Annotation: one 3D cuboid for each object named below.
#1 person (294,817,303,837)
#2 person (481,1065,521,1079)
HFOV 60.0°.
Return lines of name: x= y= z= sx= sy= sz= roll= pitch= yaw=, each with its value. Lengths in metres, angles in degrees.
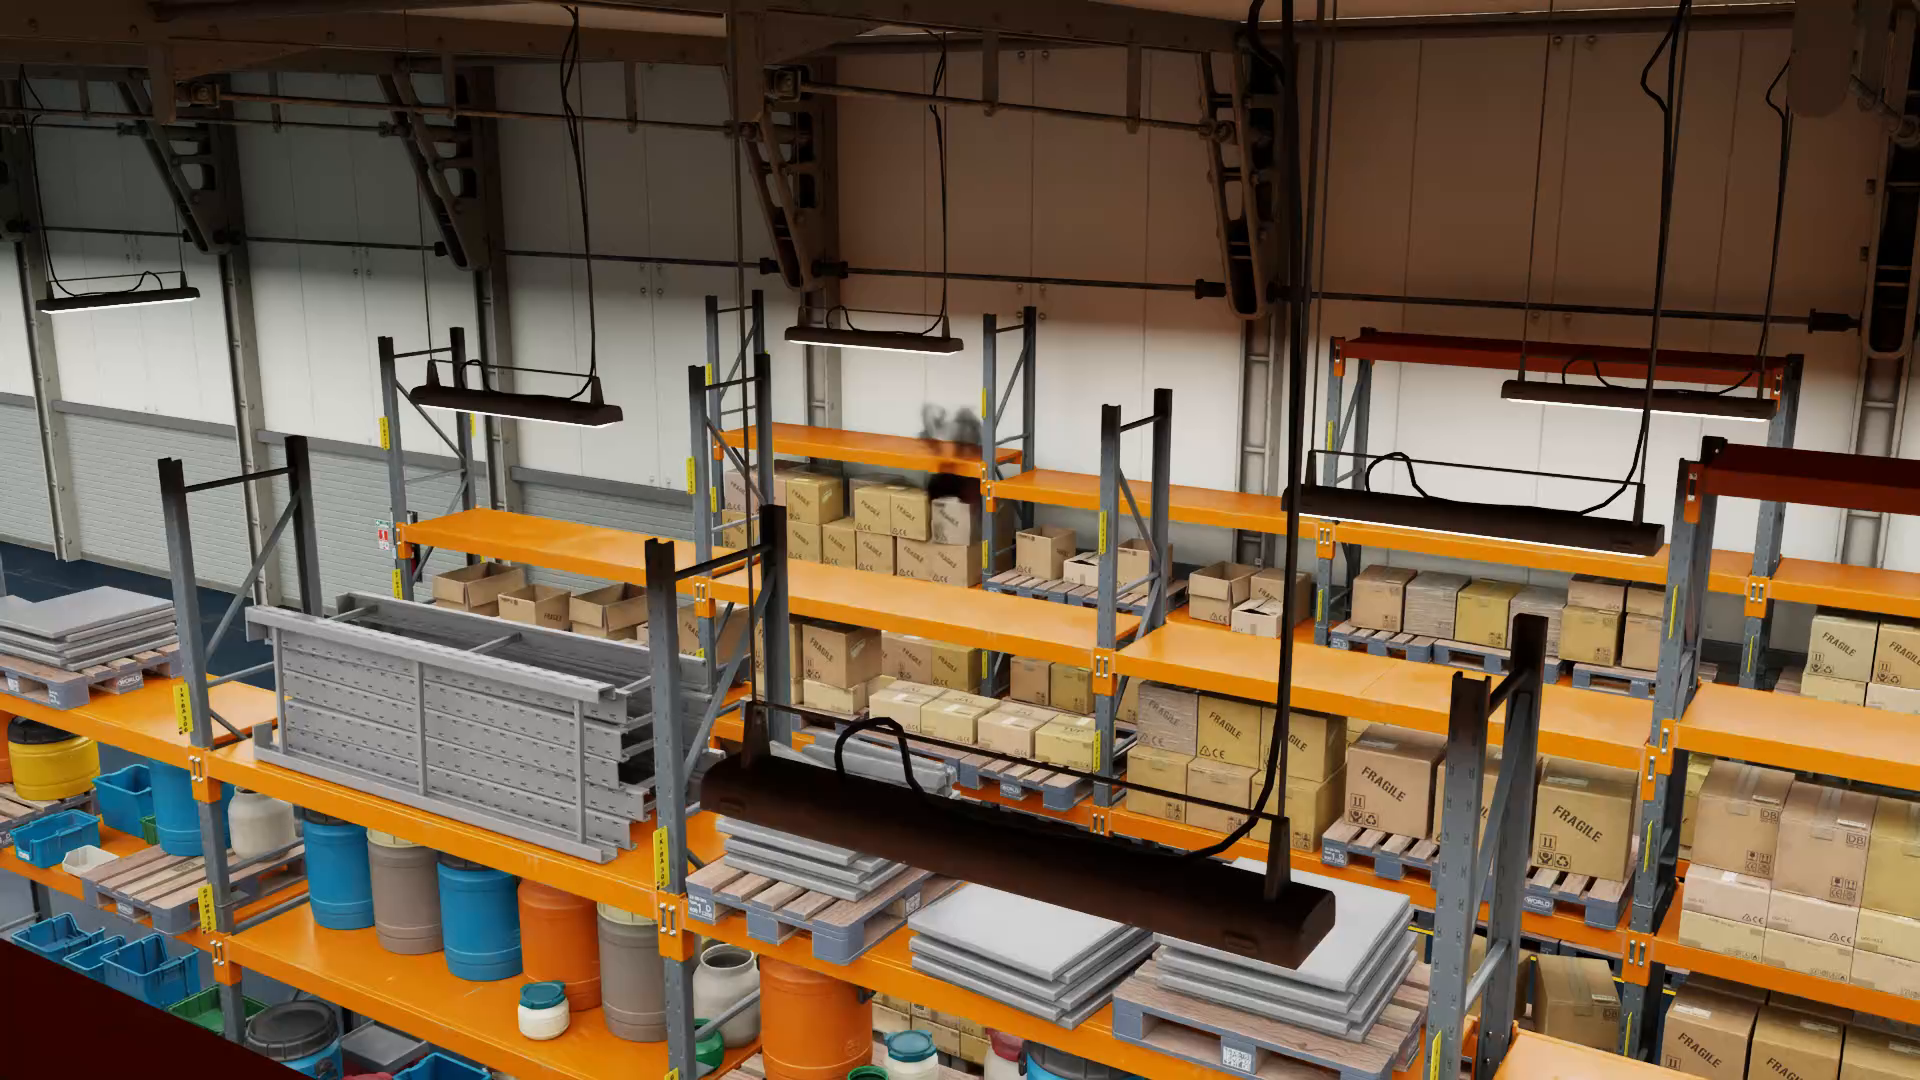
person: x=-7.543 y=2.766 z=18.344 sx=0.856 sy=1.807 sz=0.649 roll=-7 pitch=16 yaw=-28
person: x=-3.509 y=4.109 z=12.969 sx=0.586 sy=1.745 sz=0.661 roll=9 pitch=17 yaw=33
